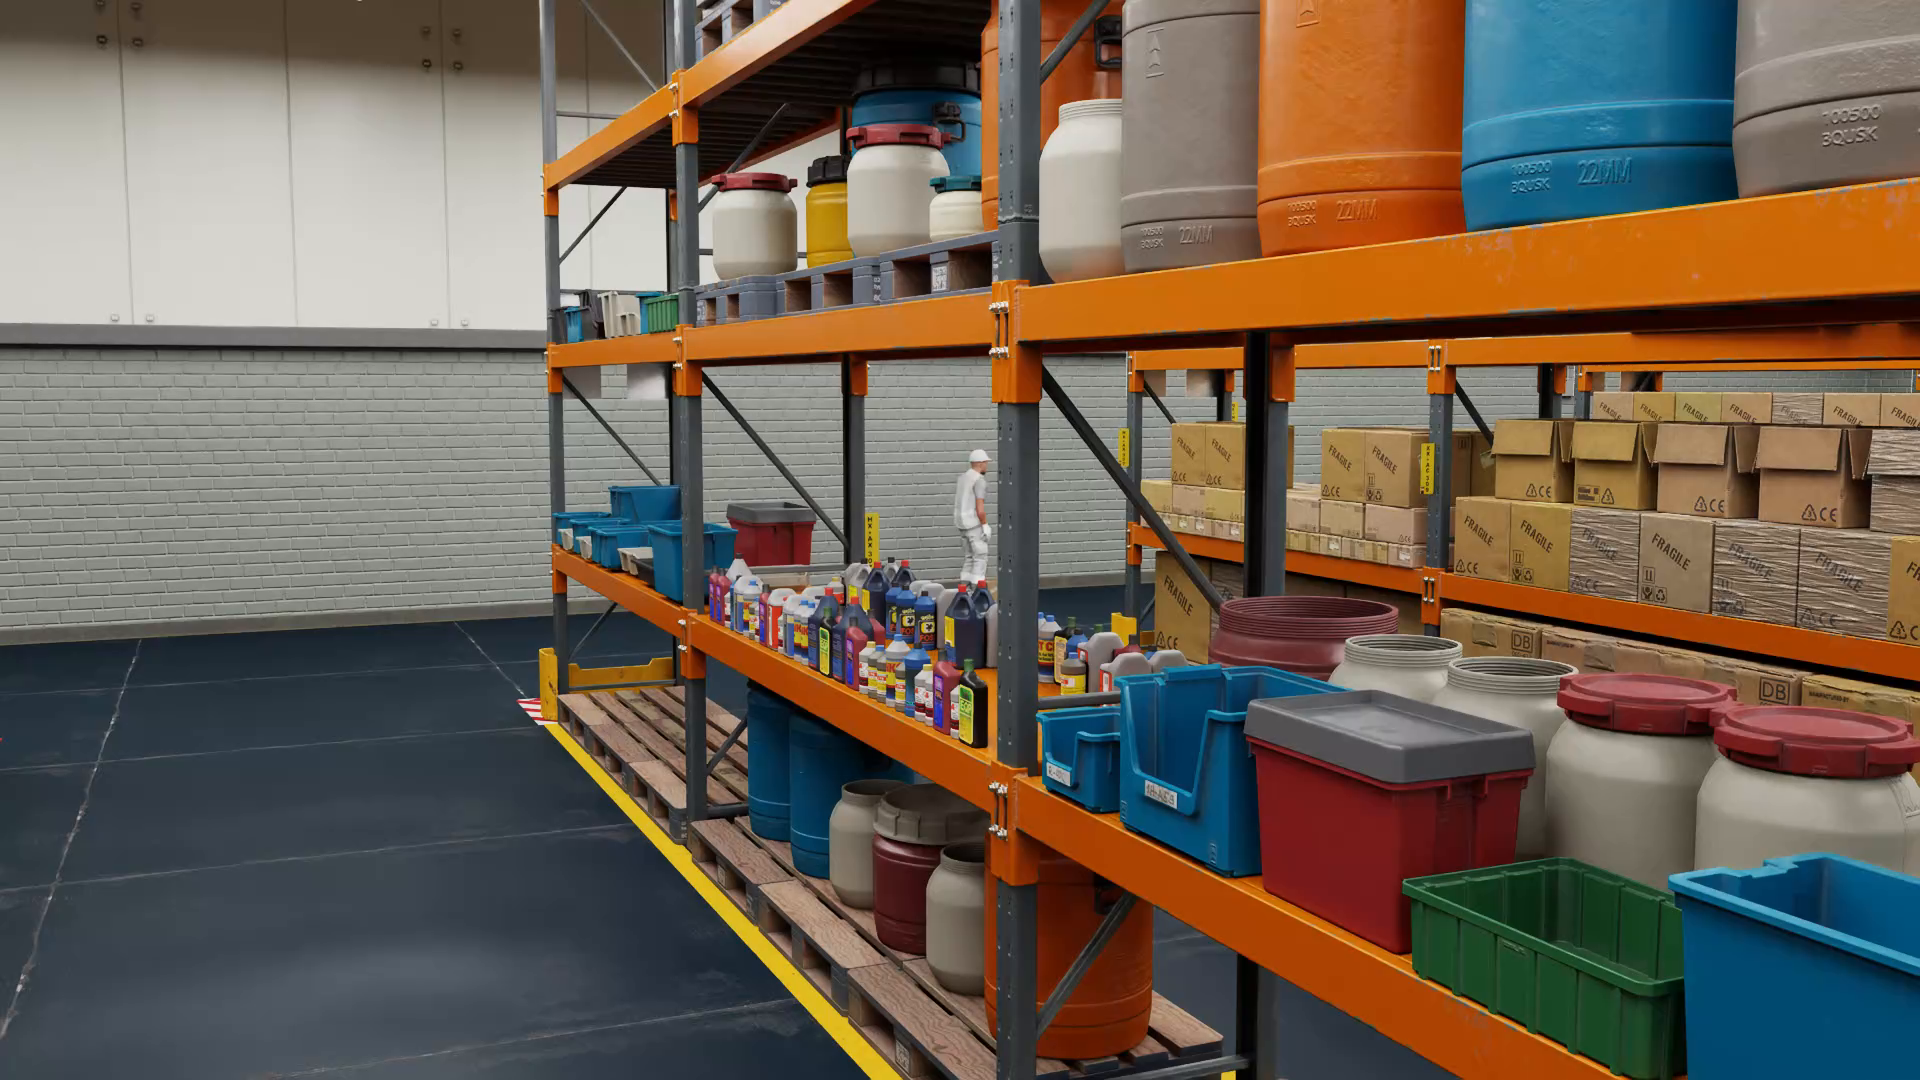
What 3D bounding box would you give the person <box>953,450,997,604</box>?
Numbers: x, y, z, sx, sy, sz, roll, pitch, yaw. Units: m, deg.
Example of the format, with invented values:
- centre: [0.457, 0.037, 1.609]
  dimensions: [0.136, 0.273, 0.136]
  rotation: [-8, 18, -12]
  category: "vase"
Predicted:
- centre: [0.174, -0.144, 19.082]
  dimensions: [0.454, 1.777, 0.606]
  rotation: [-3, 6, -26]
  category: "person"
